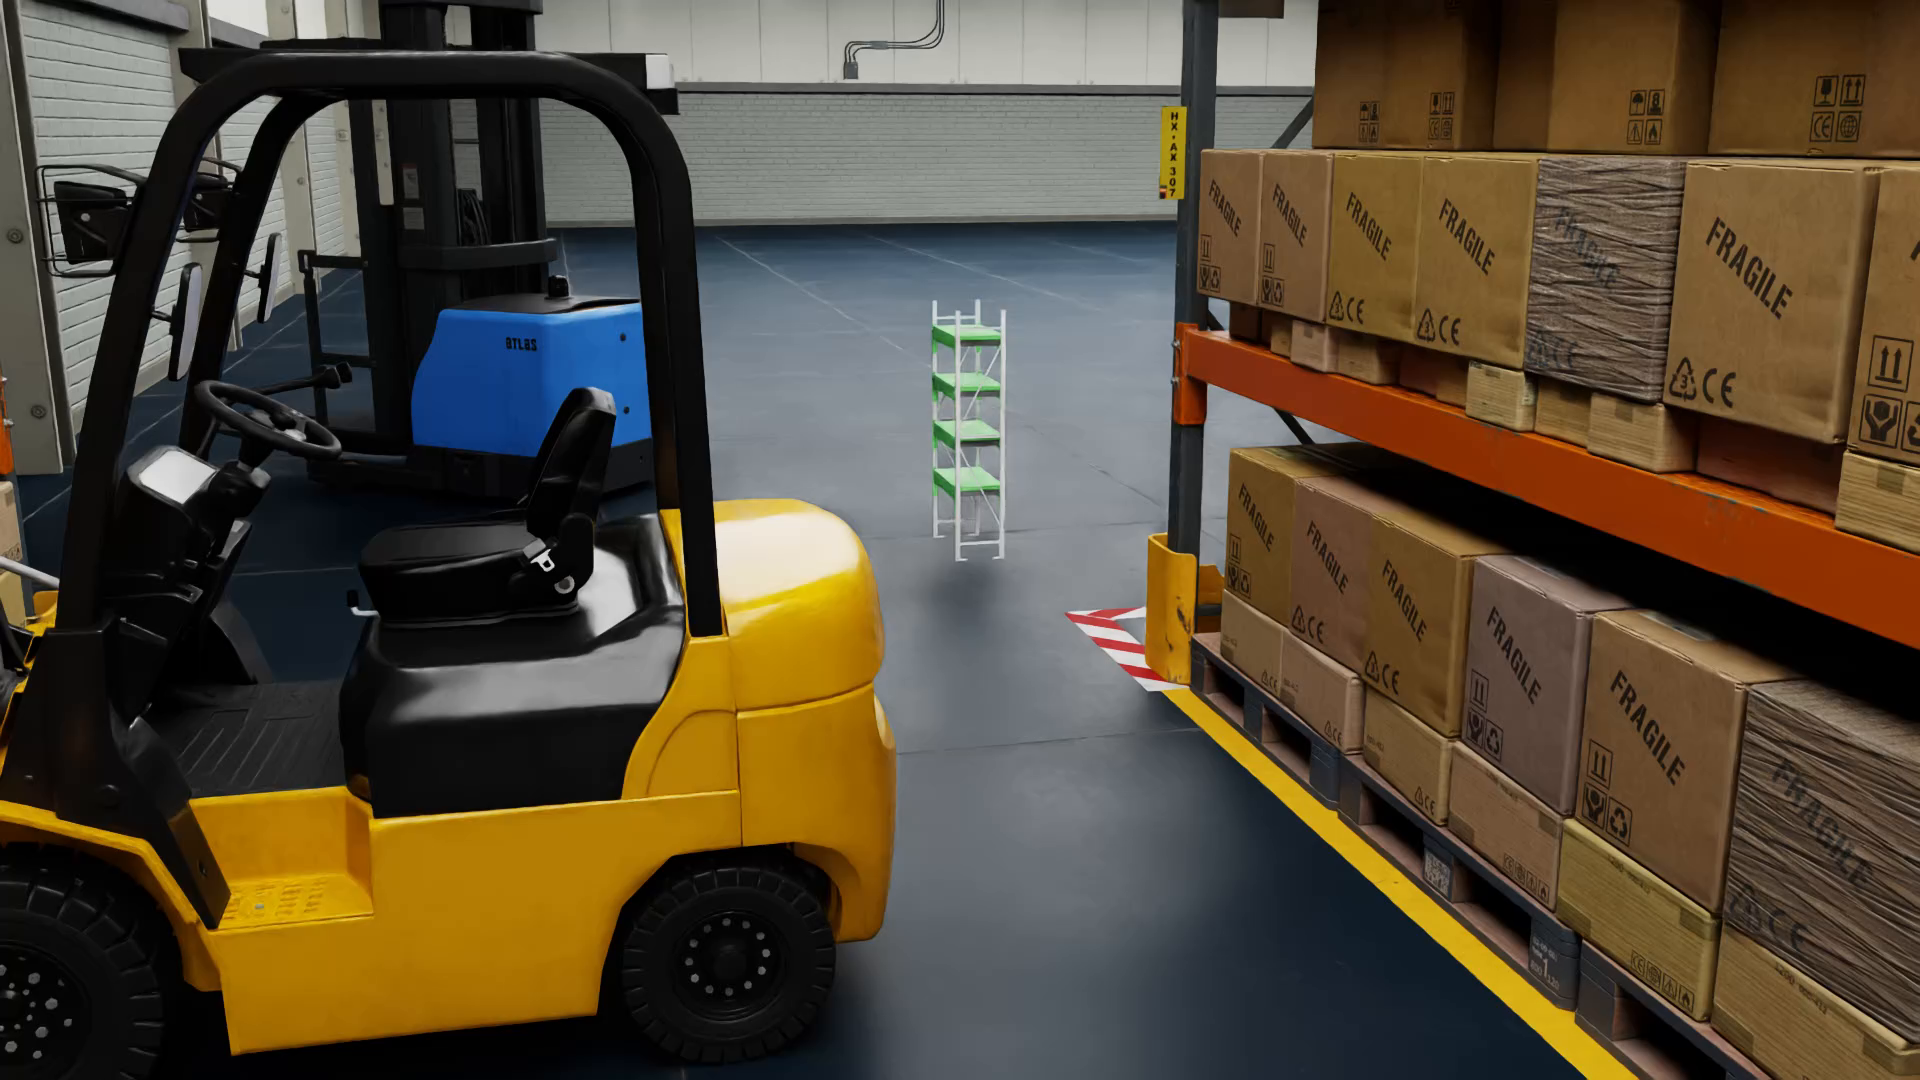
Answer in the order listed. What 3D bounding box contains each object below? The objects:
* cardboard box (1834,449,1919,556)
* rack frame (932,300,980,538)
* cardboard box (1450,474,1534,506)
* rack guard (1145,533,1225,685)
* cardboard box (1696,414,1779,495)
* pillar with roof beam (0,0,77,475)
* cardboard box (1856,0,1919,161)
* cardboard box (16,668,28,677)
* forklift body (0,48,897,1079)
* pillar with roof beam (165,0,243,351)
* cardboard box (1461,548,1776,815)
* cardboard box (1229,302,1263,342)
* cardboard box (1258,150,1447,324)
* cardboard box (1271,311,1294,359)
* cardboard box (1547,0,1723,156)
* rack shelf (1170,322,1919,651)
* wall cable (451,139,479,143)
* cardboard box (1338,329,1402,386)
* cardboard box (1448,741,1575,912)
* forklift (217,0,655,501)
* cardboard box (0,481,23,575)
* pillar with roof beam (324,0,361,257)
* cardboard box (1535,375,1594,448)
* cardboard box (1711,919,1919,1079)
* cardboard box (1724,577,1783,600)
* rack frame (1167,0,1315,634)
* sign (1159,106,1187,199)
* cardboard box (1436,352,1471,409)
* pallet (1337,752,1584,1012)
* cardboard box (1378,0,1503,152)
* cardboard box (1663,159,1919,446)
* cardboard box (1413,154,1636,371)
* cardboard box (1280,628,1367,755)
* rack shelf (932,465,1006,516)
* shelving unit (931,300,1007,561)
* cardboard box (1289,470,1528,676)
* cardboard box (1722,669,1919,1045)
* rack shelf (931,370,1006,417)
[{"bbox_3d":[1.800,-0.073,2.934,0.380,0.149,0.250,-3,14,-12],"label":"cardboard box"},{"bbox_3d":[-0.018,-0.601,8.359,0.240,1.200,0.015,-3,14,-13],"label":"rack frame"},{"bbox_3d":[1.865,0.055,5.212,0.500,0.500,0.500,-3,14,-11],"label":"cardboard box"},{"bbox_3d":[1.315,0.228,6.439,1.175,0.500,0.348,-3,14,-13],"label":"rack guard"},{"bbox_3d":[1.770,-0.196,3.437,0.380,0.149,0.250,-3,14,-14],"label":"cardboard box"},{"bbox_3d":[-1.464,-5.053,10.150,9.100,9.000,0.400,-3,14,-13],"label":"pillar with roof beam"},{"bbox_3d":[2.246,-0.992,3.223,0.700,0.500,0.500,-3,14,-13],"label":"cardboard box"},{"bbox_3d":[-3.109,0.497,4.983,0.500,0.250,0.500,-3,14,-13],"label":"cardboard box"},{"bbox_3d":[-1.308,0.022,3.804,2.313,2.155,1.214,-3,14,-13],"label":"forklift body"},{"bbox_3d":[-2.873,-6.438,15.816,9.100,9.000,0.400,-3,14,-13],"label":"pillar with roof beam"},{"bbox_3d":[1.595,0.330,4.083,0.500,0.500,0.500,-3,14,-10],"label":"cardboard box"},{"bbox_3d":[1.176,-0.791,5.875,0.380,0.149,0.250,-3,14,-13],"label":"cardboard box"},{"bbox_3d":[1.264,-0.952,5.168,0.500,0.500,0.500,-3,14,-11],"label":"cardboard box"},{"bbox_3d":[1.233,-0.668,5.371,0.380,0.149,0.250,-4,14,-15],"label":"cardboard box"},{"bbox_3d":[1.943,-1.225,4.175,0.700,0.500,0.500,-3,14,-14],"label":"cardboard box"},{"bbox_3d":[1.767,-0.193,4.411,1.077,0.370,4.000,-3,14,-13],"label":"rack shelf"},{"bbox_3d":[-10.691,-9.595,35.282,3.097,2.526,0.112,-3,14,-13],"label":"wall cable"},{"bbox_3d":[1.341,-0.549,4.885,0.380,0.149,0.250,-3,14,-12],"label":"cardboard box"},{"bbox_3d":[1.587,0.690,4.192,0.500,0.250,0.500,-3,14,-12],"label":"cardboard box"},{"bbox_3d":[-3.232,-1.816,9.685,3.031,2.935,1.130,7,15,26],"label":"forklift"},{"bbox_3d":[-3.115,0.009,4.872,0.500,0.250,0.500,-3,14,-11],"label":"cardboard box"},{"bbox_3d":[-5.691,-9.206,27.147,9.100,9.000,0.400,-3,14,-13],"label":"pillar with roof beam"},{"bbox_3d":[1.592,-0.311,3.907,0.380,0.149,0.250,-4,14,-14],"label":"cardboard box"},{"bbox_3d":[1.837,0.930,3.210,0.500,0.250,0.500,-3,14,-11],"label":"cardboard box"},{"bbox_3d":[2.103,0.293,4.236,0.500,0.500,0.500,-3,14,-10],"label":"cardboard box"},{"bbox_3d":[1.297,-1.003,6.214,1.000,3.000,0.127,-3,14,-13],"label":"rack frame"},{"bbox_3d":[0.770,-1.394,5.987,0.100,0.325,0.005,-3,14,-13],"label":"sign"},{"bbox_3d":[1.494,-0.429,4.393,0.380,0.149,0.250,-4,14,-15],"label":"cardboard box"},{"bbox_3d":[1.755,0.839,4.548,1.003,0.211,1.213,-3,14,-13],"label":"pallet"},{"bbox_3d":[1.741,-1.459,5.136,0.700,0.500,0.500,-3,14,-13],"label":"cardboard box"},{"bbox_3d":[1.763,-0.481,3.237,0.500,0.500,0.500,-3,14,-11],"label":"cardboard box"},{"bbox_3d":[1.512,-0.718,4.208,0.500,0.500,0.500,-4,14,-14],"label":"cardboard box"},{"bbox_3d":[1.331,0.448,5.182,0.500,0.250,0.500,-3,14,-11],"label":"cardboard box"},{"bbox_3d":[0.039,-0.249,8.200,0.258,0.148,0.480,-3,14,-13],"label":"rack shelf"},{"bbox_3d":[0.039,-0.545,8.128,0.258,1.200,0.503,-3,14,-13],"label":"shelving unit"},{"bbox_3d":[1.351,0.091,5.061,0.500,0.500,0.500,-4,14,-15],"label":"cardboard box"},{"bbox_3d":[1.837,0.565,3.122,0.500,0.500,0.500,-3,14,-14],"label":"cardboard box"},{"bbox_3d":[0.039,-0.716,8.087,0.258,0.148,0.480,-3,14,-13],"label":"rack shelf"}]
